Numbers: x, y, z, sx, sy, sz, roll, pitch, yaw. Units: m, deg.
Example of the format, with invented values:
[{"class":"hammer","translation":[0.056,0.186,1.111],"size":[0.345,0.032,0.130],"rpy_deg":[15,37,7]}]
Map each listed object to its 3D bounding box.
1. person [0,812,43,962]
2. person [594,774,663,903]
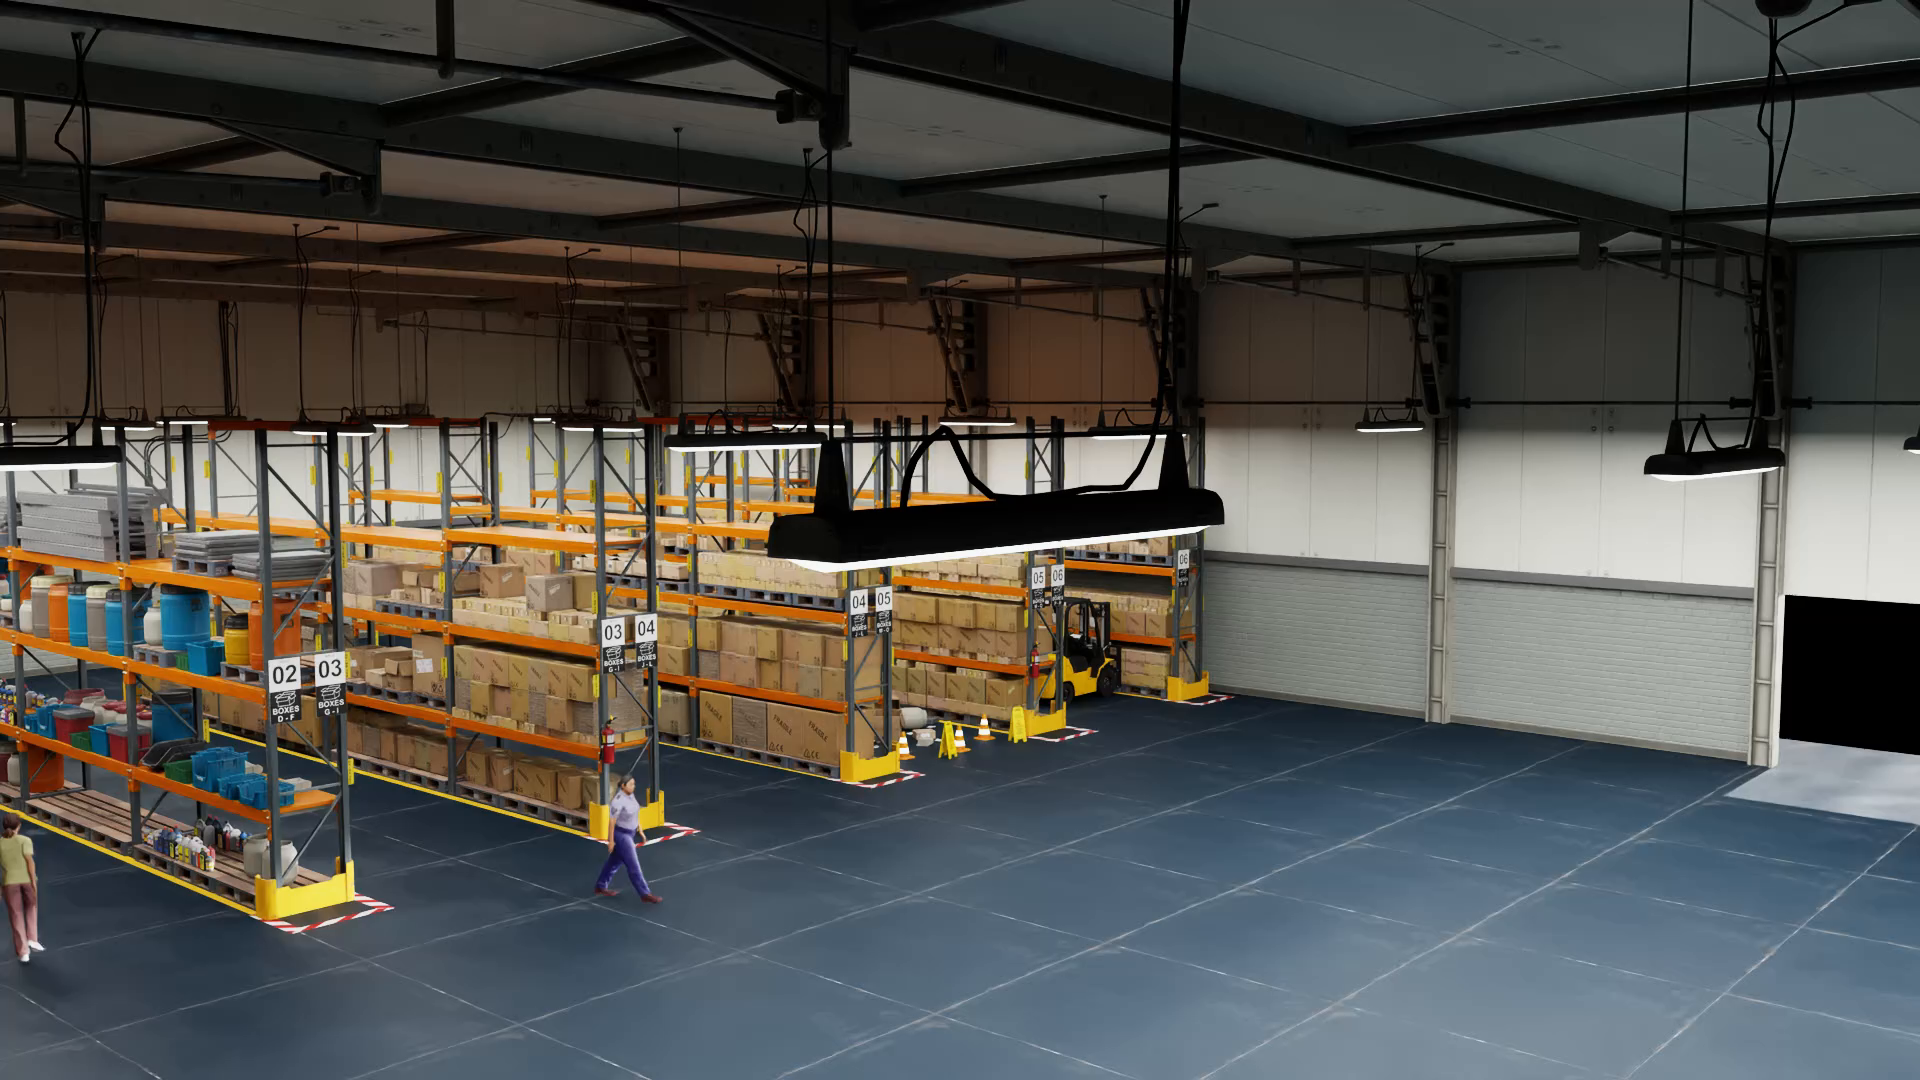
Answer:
[{"class":"person","translation":[-10.691,3.924,18.854],"size":[0.478,1.654,0.515],"rpy_deg":[-3,6,-35]},{"class":"person","translation":[-4.202,3.759,21.067],"size":[0.992,1.592,0.524],"rpy_deg":[1,5,6]}]
